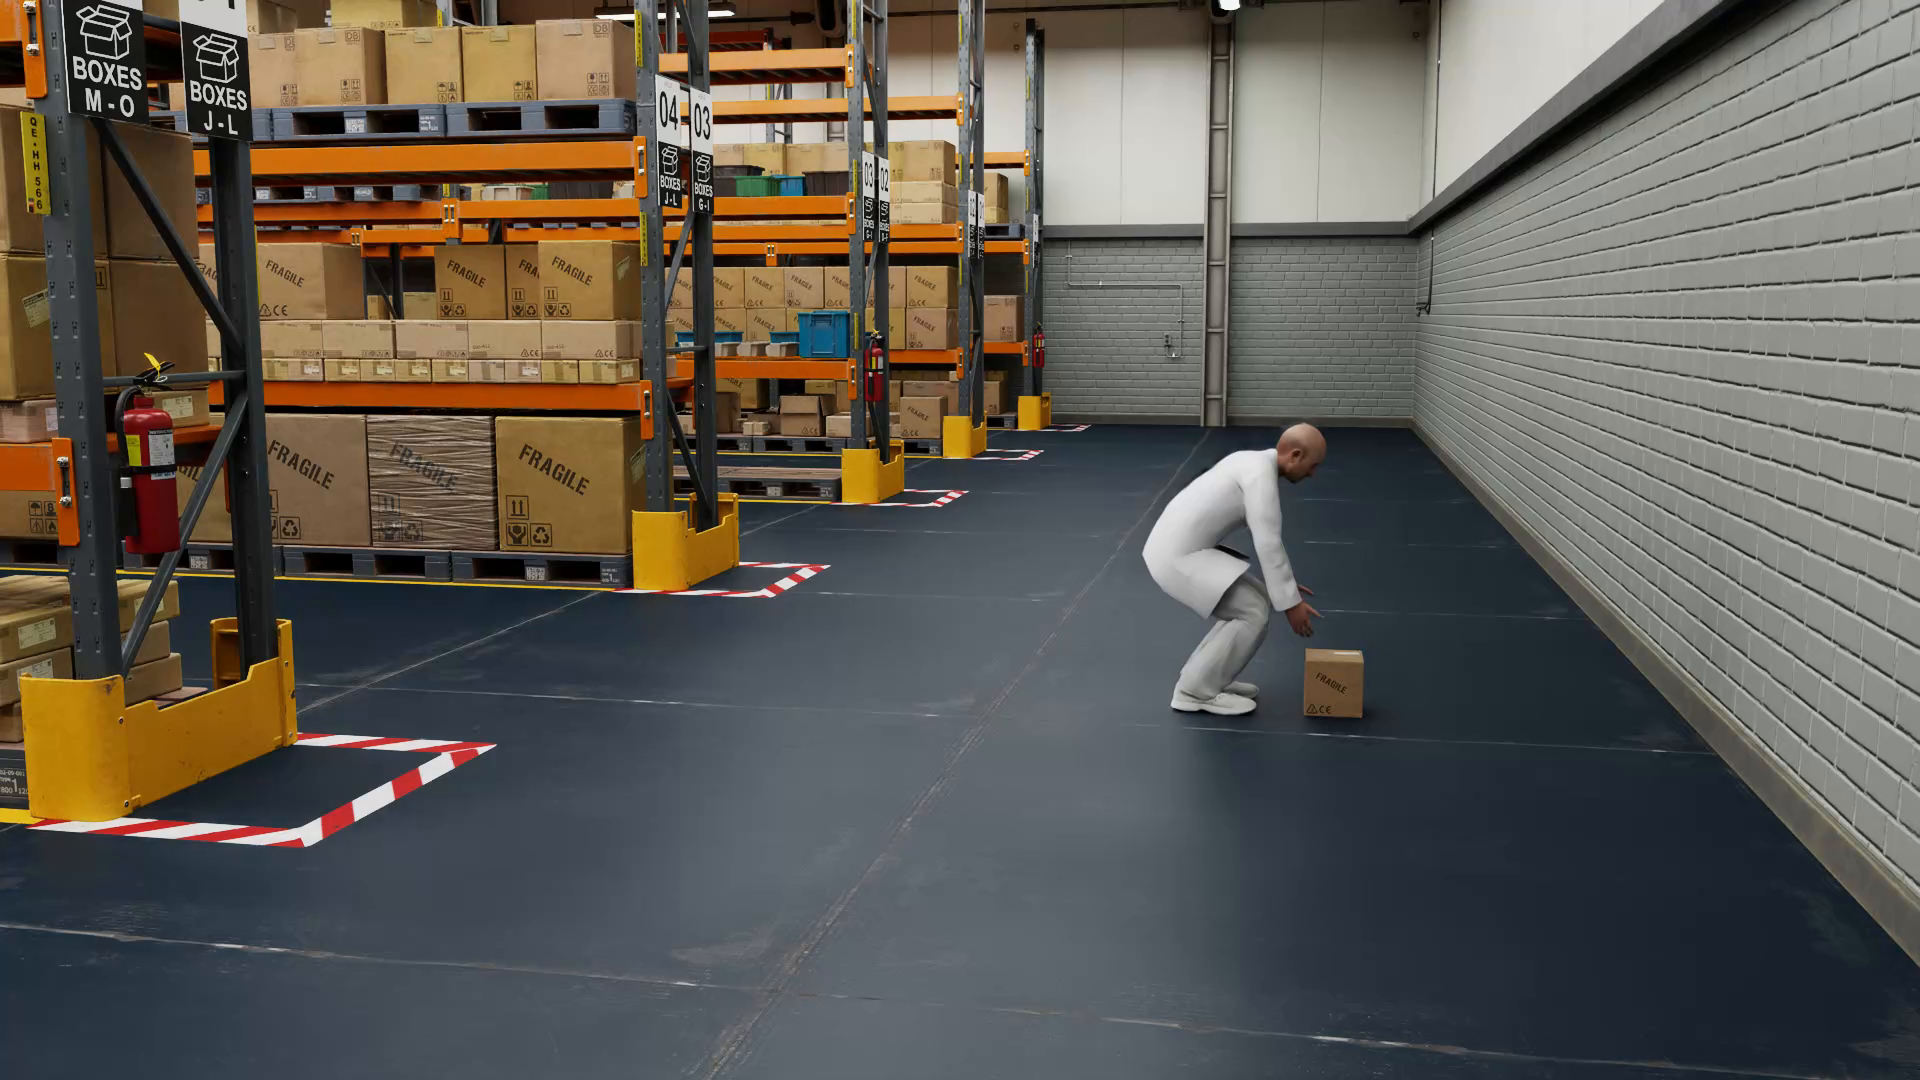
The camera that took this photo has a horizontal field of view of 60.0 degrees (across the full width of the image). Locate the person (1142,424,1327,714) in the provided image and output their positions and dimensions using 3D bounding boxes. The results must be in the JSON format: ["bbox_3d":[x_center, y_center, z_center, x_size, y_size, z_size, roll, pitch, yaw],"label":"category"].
[{"bbox_3d":[1.215,0.113,7.418,0.793,1.271,0.631,2,8,11],"label":"person"}]
